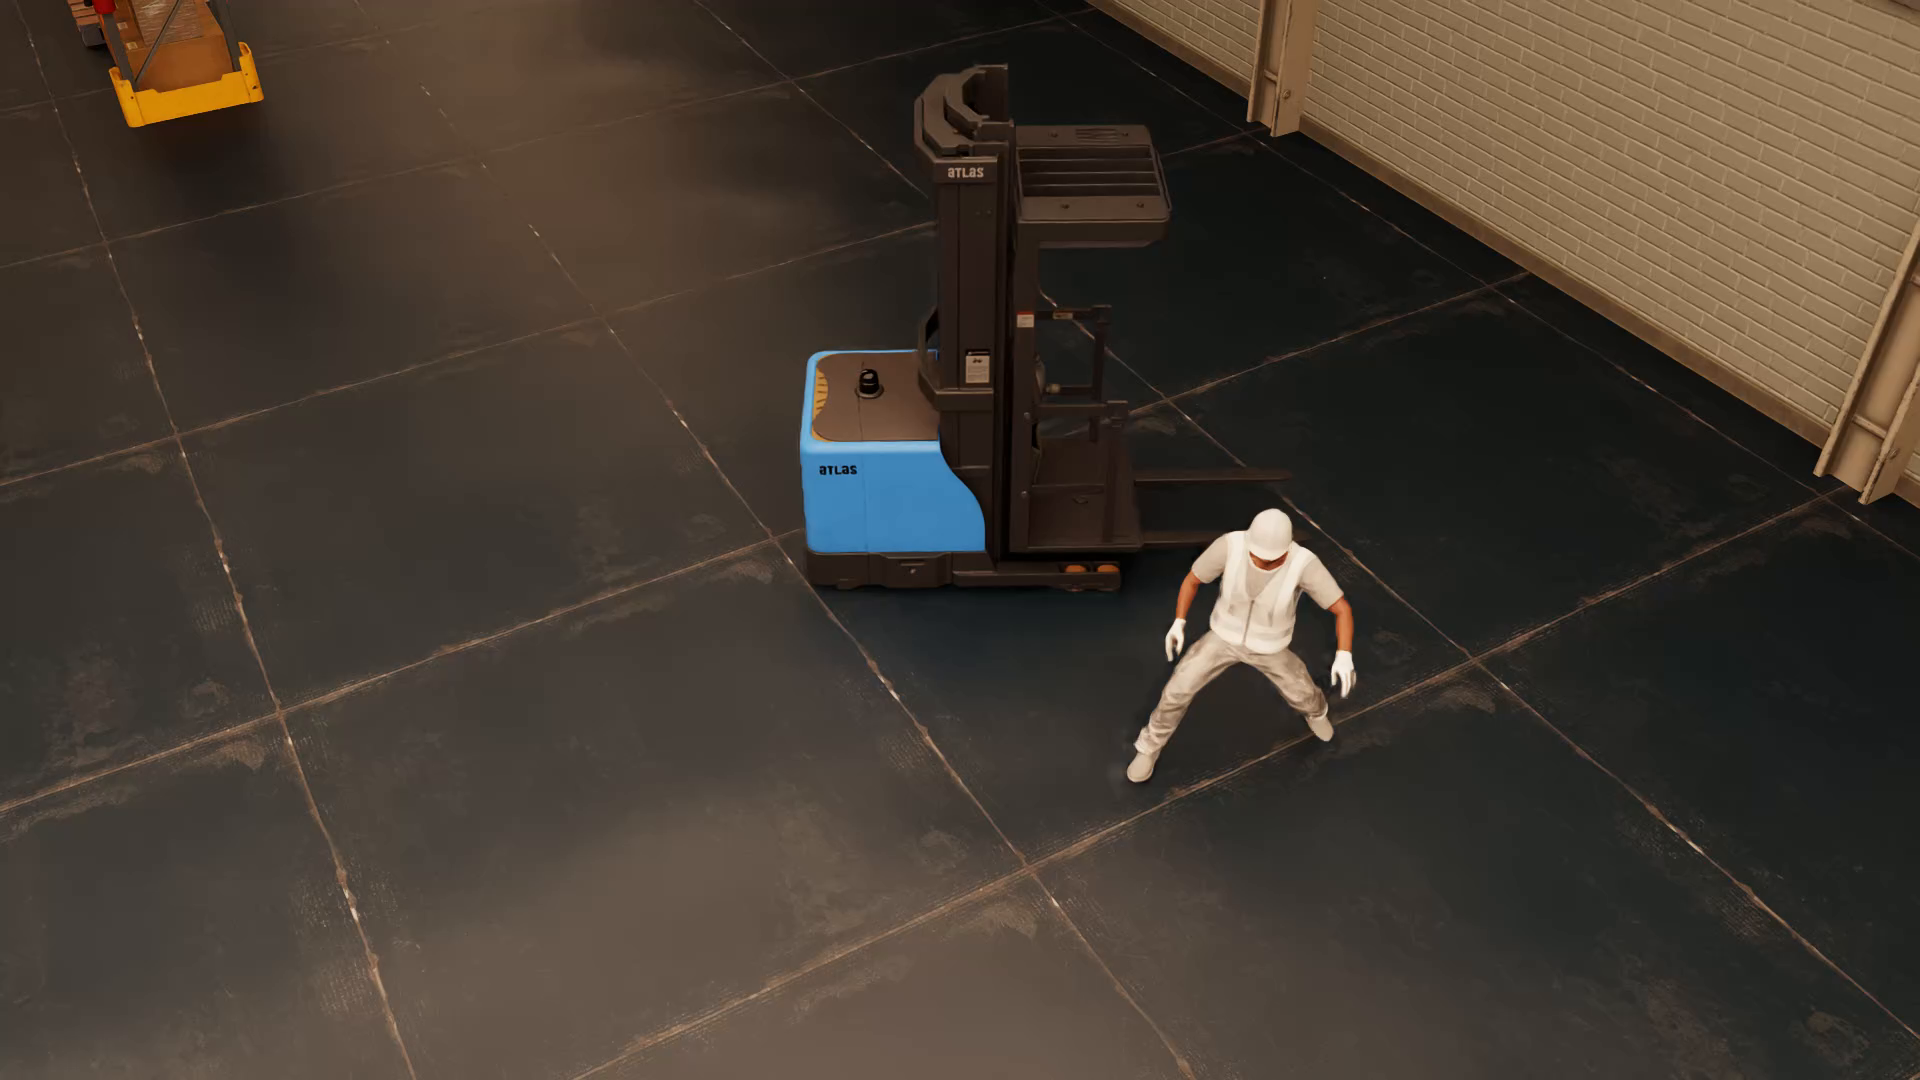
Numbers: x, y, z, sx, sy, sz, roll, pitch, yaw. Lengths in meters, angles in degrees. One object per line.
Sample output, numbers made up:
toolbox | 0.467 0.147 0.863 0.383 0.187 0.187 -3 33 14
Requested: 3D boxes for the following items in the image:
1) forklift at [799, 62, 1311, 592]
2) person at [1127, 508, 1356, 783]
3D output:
forklift | 0.588 -1.157 9.431 3.031 2.935 1.130 -1 40 -1
person | 1.507 0.536 8.468 1.051 1.635 0.952 13 41 15
